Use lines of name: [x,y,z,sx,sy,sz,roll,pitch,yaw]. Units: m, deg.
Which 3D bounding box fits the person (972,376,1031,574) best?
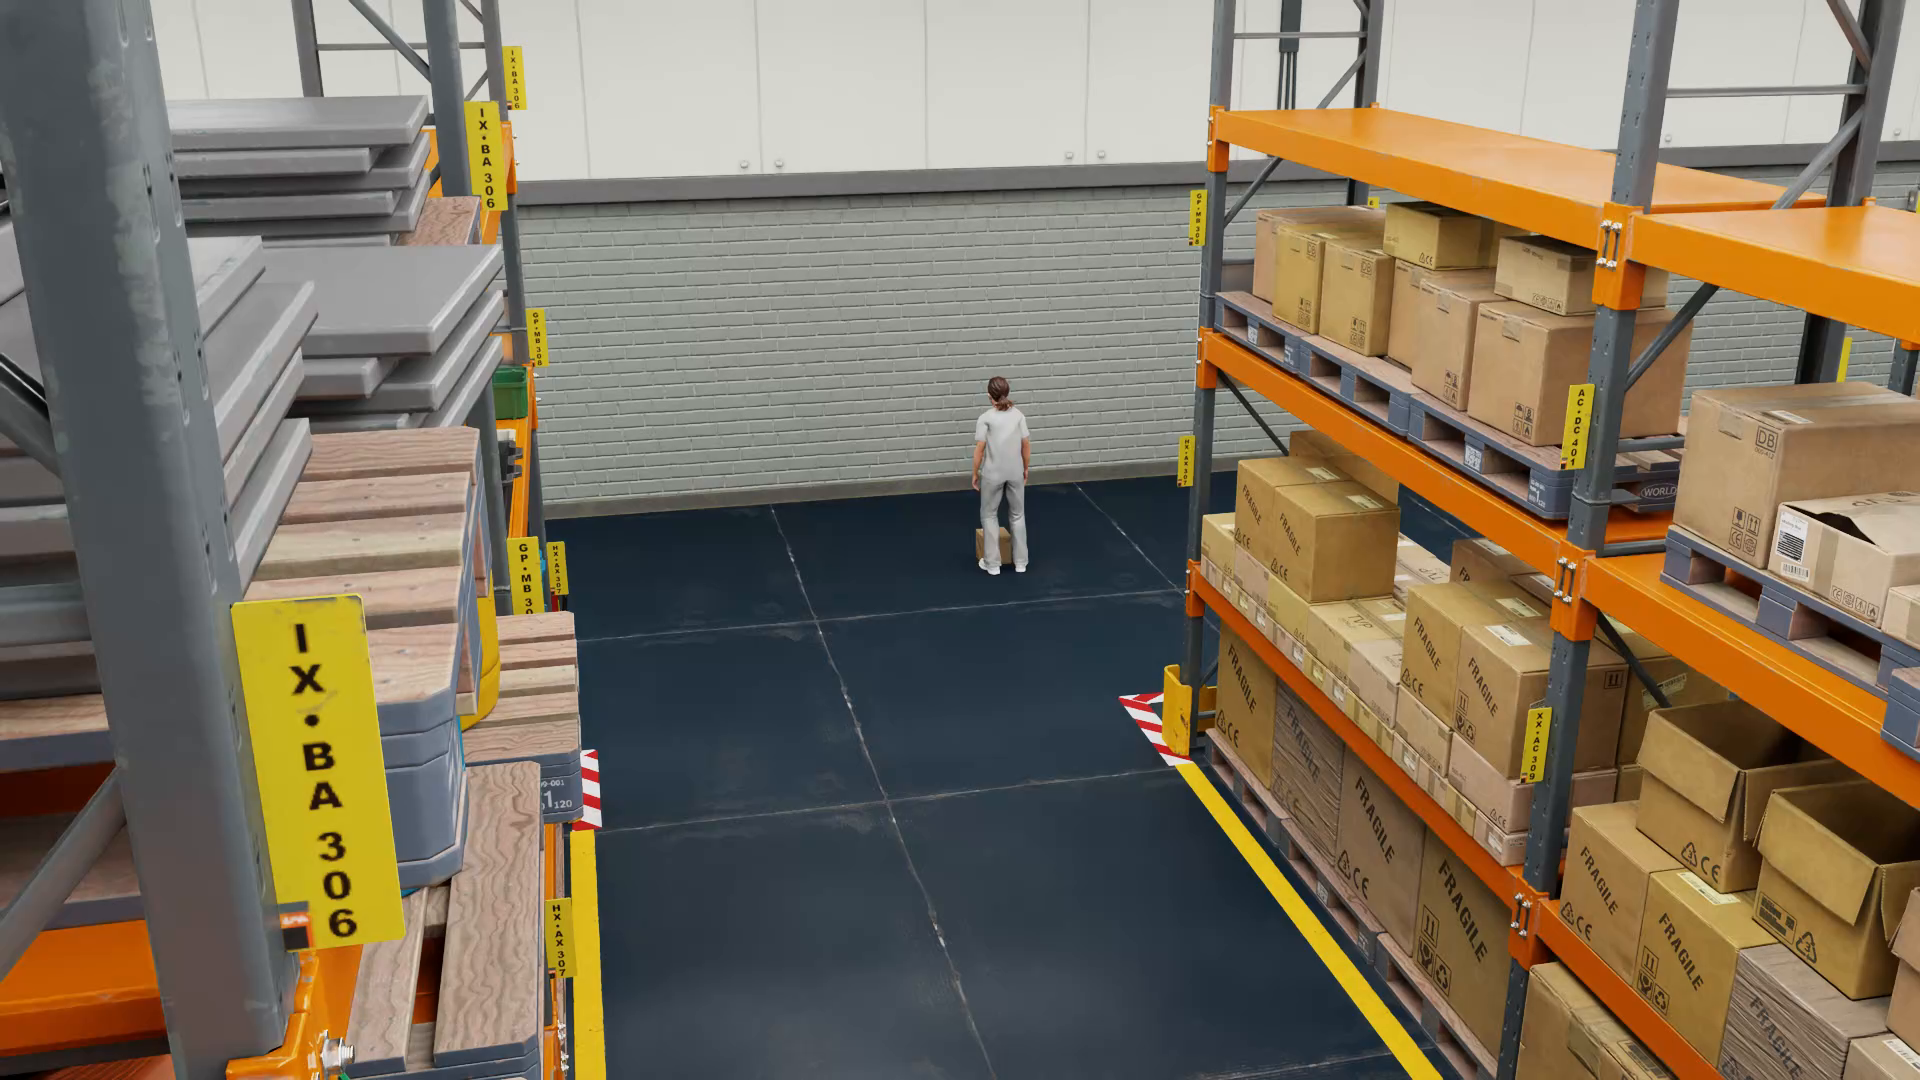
person: [0.350,-0.536,13.852,0.508,1.673,0.356,-5,20,-14]
